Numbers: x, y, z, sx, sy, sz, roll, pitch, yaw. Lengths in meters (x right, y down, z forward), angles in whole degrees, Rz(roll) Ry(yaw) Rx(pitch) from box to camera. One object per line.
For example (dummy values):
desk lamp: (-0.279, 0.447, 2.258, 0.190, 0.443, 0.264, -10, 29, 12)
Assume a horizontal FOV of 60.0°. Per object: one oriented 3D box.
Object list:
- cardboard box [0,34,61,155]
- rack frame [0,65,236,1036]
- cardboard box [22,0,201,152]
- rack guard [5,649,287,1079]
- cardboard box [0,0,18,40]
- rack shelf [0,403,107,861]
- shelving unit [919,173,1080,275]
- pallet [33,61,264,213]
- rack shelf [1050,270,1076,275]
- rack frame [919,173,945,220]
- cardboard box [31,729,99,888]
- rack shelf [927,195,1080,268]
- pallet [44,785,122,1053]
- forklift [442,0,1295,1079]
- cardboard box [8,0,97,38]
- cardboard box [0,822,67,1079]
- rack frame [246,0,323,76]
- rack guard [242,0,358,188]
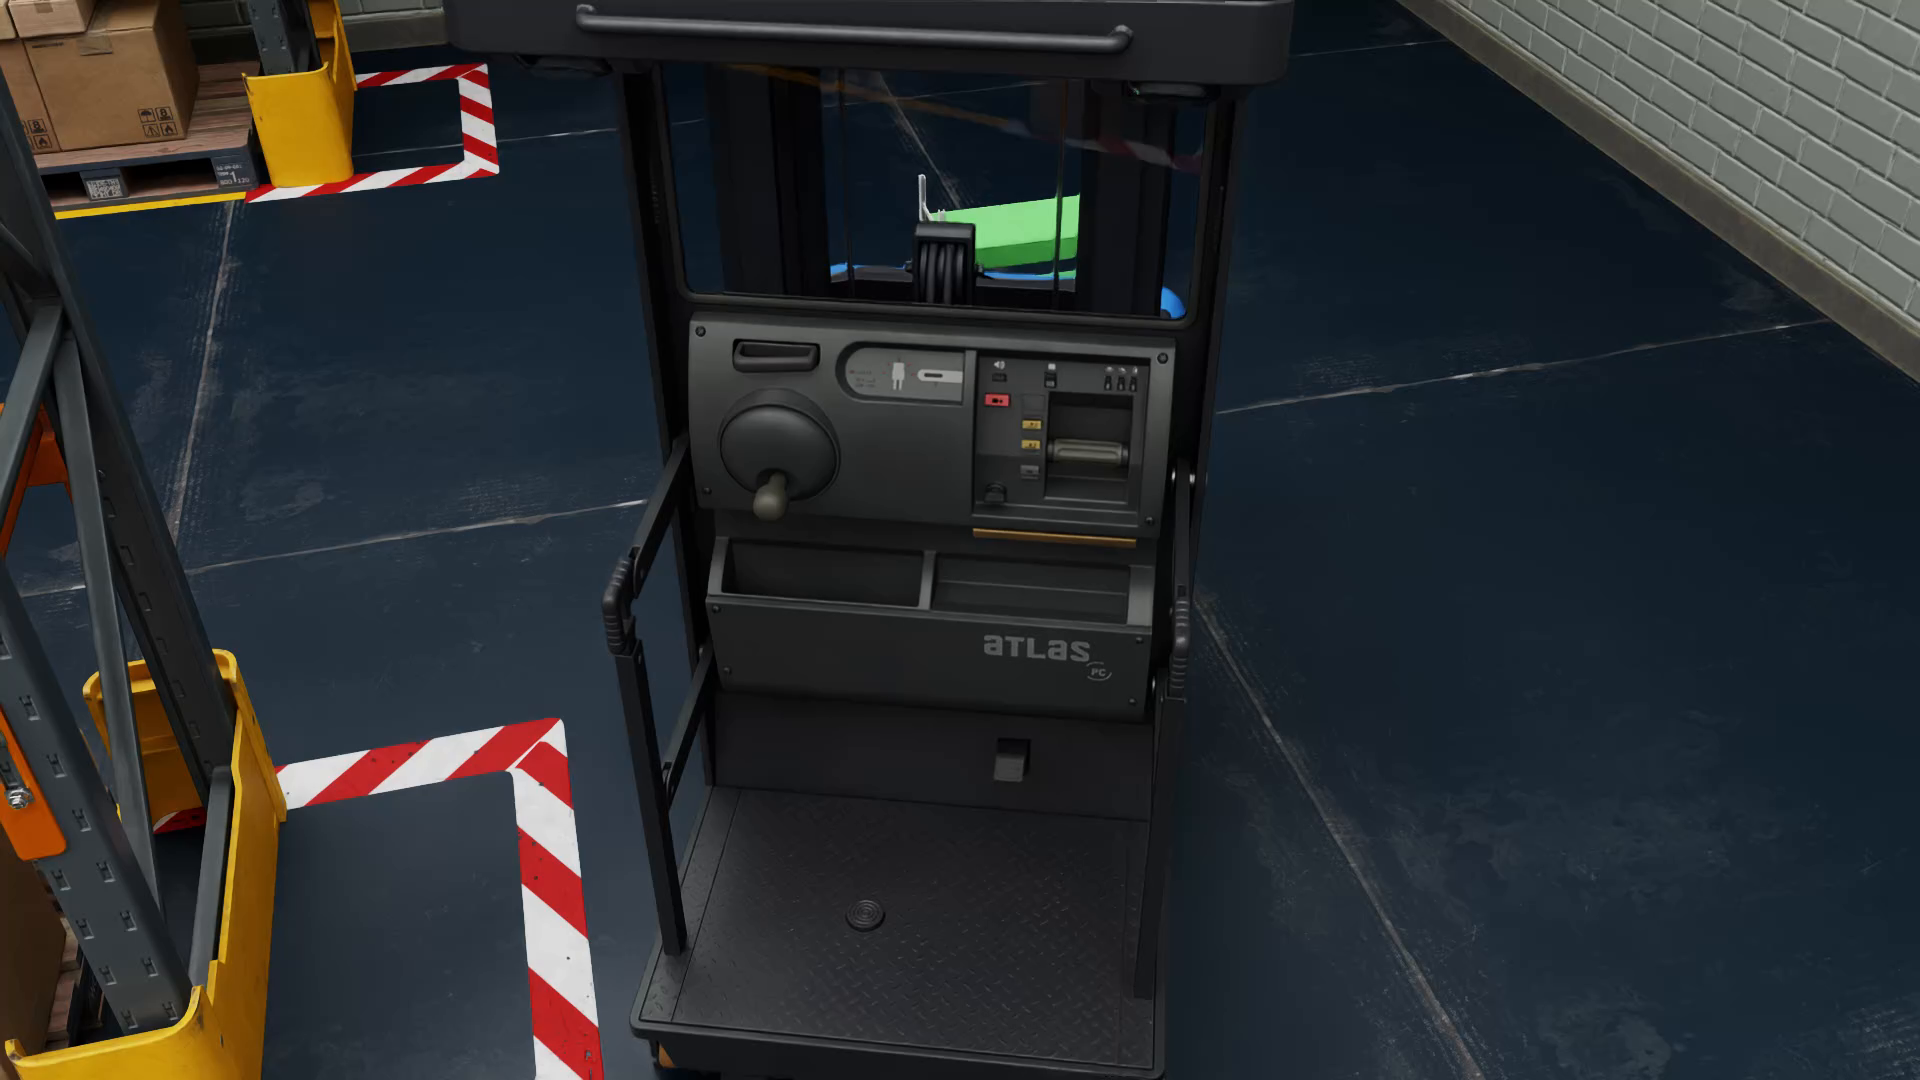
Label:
cardboard box: (-4.144, -2.008, 7.118, 0.500, 0.500, 0.700, -9, 38, -12)
rack frame: (-1.716, -0.178, 3.014, 0.127, 3.000, 1.000, -9, 38, -12)
cardboard box: (-3.661, -2.087, 7.222, 0.500, 0.500, 0.700, -9, 38, -12)
rack guard: (-1.790, 0.827, 3.758, 0.348, 0.500, 1.175, -9, 38, -12)
cardboard box: (-3.984, -2.177, 6.805, 0.250, 0.149, 0.380, -8, 38, -11)
rack shelf: (-3.647, 0.425, 2.818, 4.000, 0.370, 1.077, -9, 38, -12)
shelving unit: (0.160, -0.504, 4.921, 0.503, 1.200, 0.258, -9, 38, -12)
pallet: (-3.763, -1.803, 7.433, 1.213, 0.211, 1.003, -9, 38, -12)
rack shelf: (0.160, -0.644, 4.814, 0.480, 0.148, 0.258, -9, 38, -12)
rack frame: (-0.076, -0.467, 4.873, 0.015, 1.200, 0.240, -9, 38, -12)
cardboard box: (-2.210, 0.644, 3.923, 0.250, 0.149, 0.380, -9, 38, -12)
rack shelf: (0.160, -0.835, 4.669, 0.480, 0.148, 0.258, -9, 38, -12)
pallet: (-2.559, 1.069, 3.680, 1.213, 0.211, 1.003, -9, 38, -12)
forklift: (-0.083, -0.143, 3.025, 1.130, 2.935, 3.031, 4, 38, 5)
cardboard box: (-3.738, -2.218, 6.858, 0.250, 0.149, 0.380, -10, 38, -12)
cardboard box: (-2.177, 0.871, 3.338, 0.500, 0.500, 0.500, -9, 38, -12)
rack frame: (-3.011, -3.083, 6.811, 0.127, 3.000, 1.000, -9, 38, -12)
rack guard: (-2.988, -2.094, 7.576, 0.348, 0.500, 1.175, -9, 38, -12)
